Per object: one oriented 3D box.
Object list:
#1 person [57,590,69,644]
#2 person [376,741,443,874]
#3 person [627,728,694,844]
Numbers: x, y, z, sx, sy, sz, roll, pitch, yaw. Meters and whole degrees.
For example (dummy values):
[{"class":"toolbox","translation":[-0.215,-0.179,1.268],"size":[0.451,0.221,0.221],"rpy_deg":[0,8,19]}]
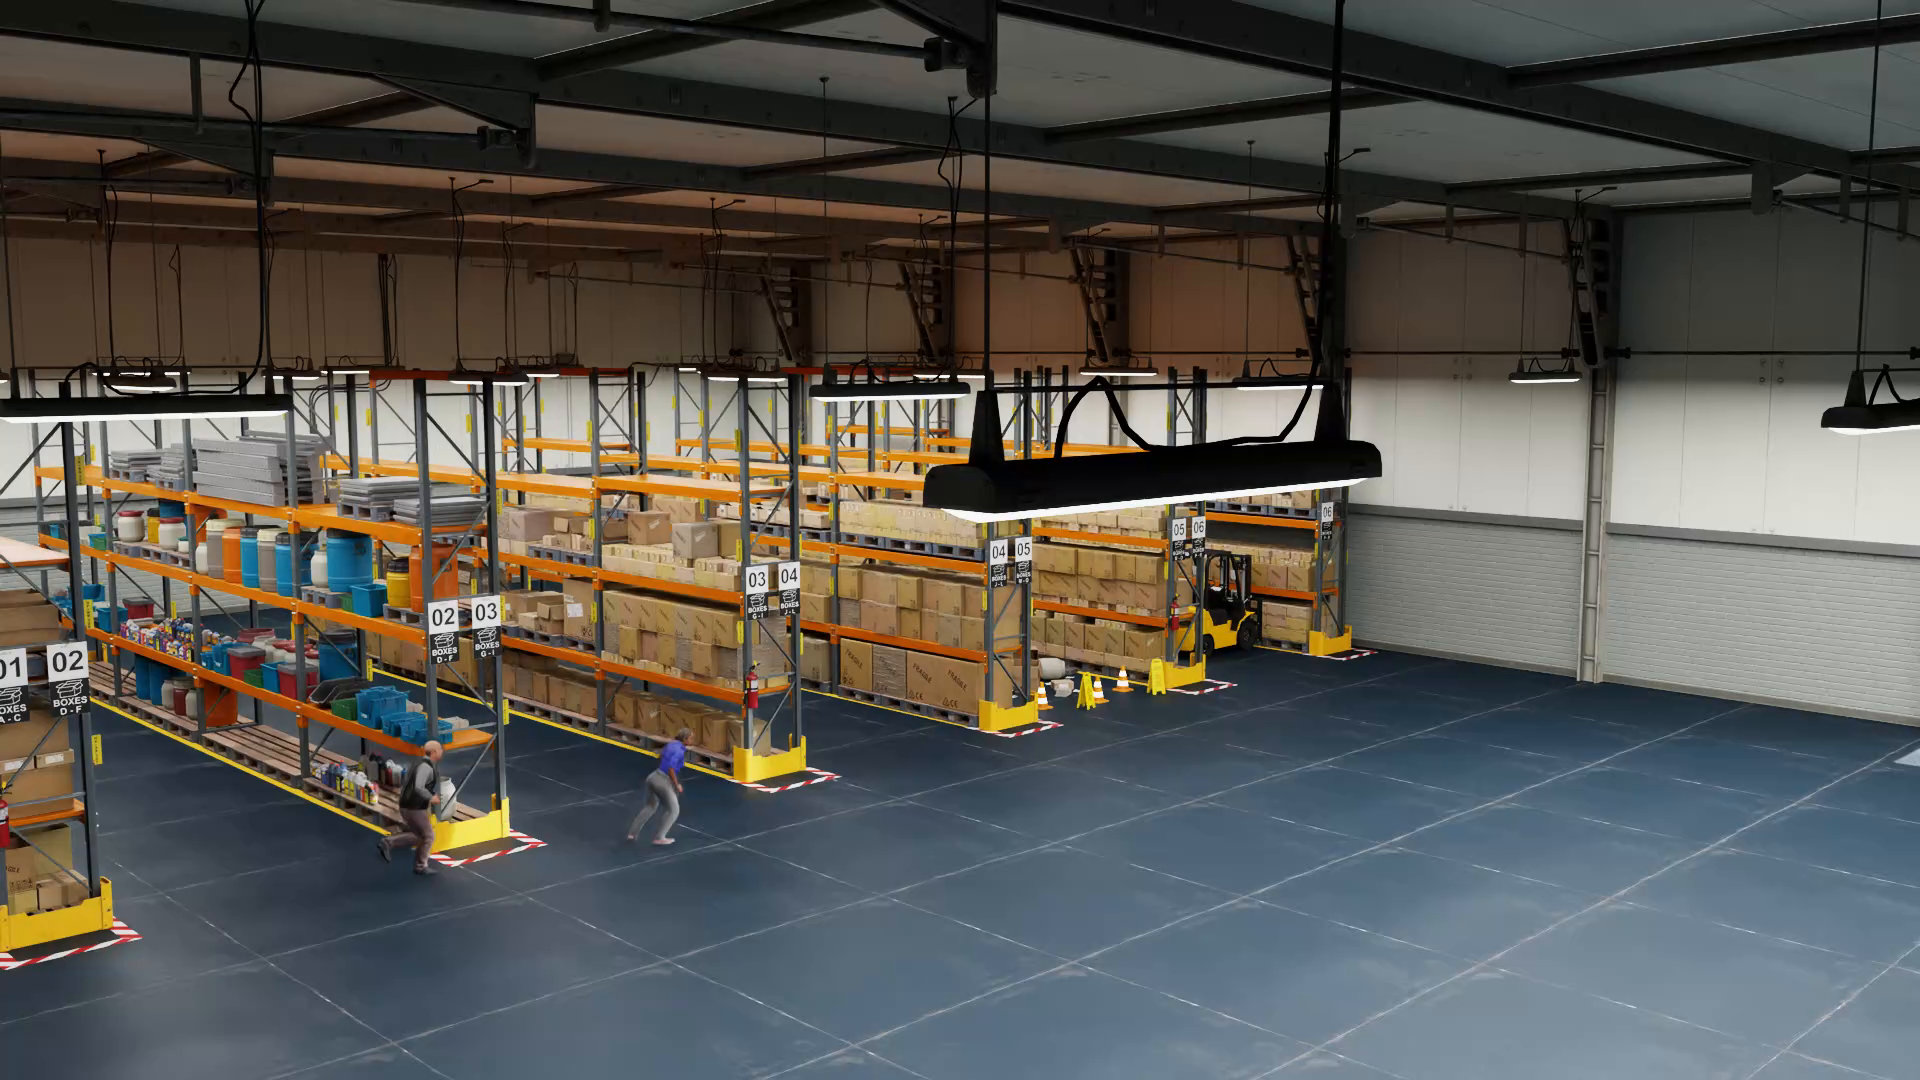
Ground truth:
[{"class":"person","translation":[-18.218,1.781,33.532],"size":[0.727,1.552,0.542],"rpy_deg":[-4,7,-31]},{"class":"person","translation":[-6.645,3.269,20.100],"size":[0.817,1.664,0.653],"rpy_deg":[-2,7,-18]},{"class":"person","translation":[-3.876,3.176,21.446],"size":[0.836,1.513,0.626],"rpy_deg":[-4,8,-33]}]
